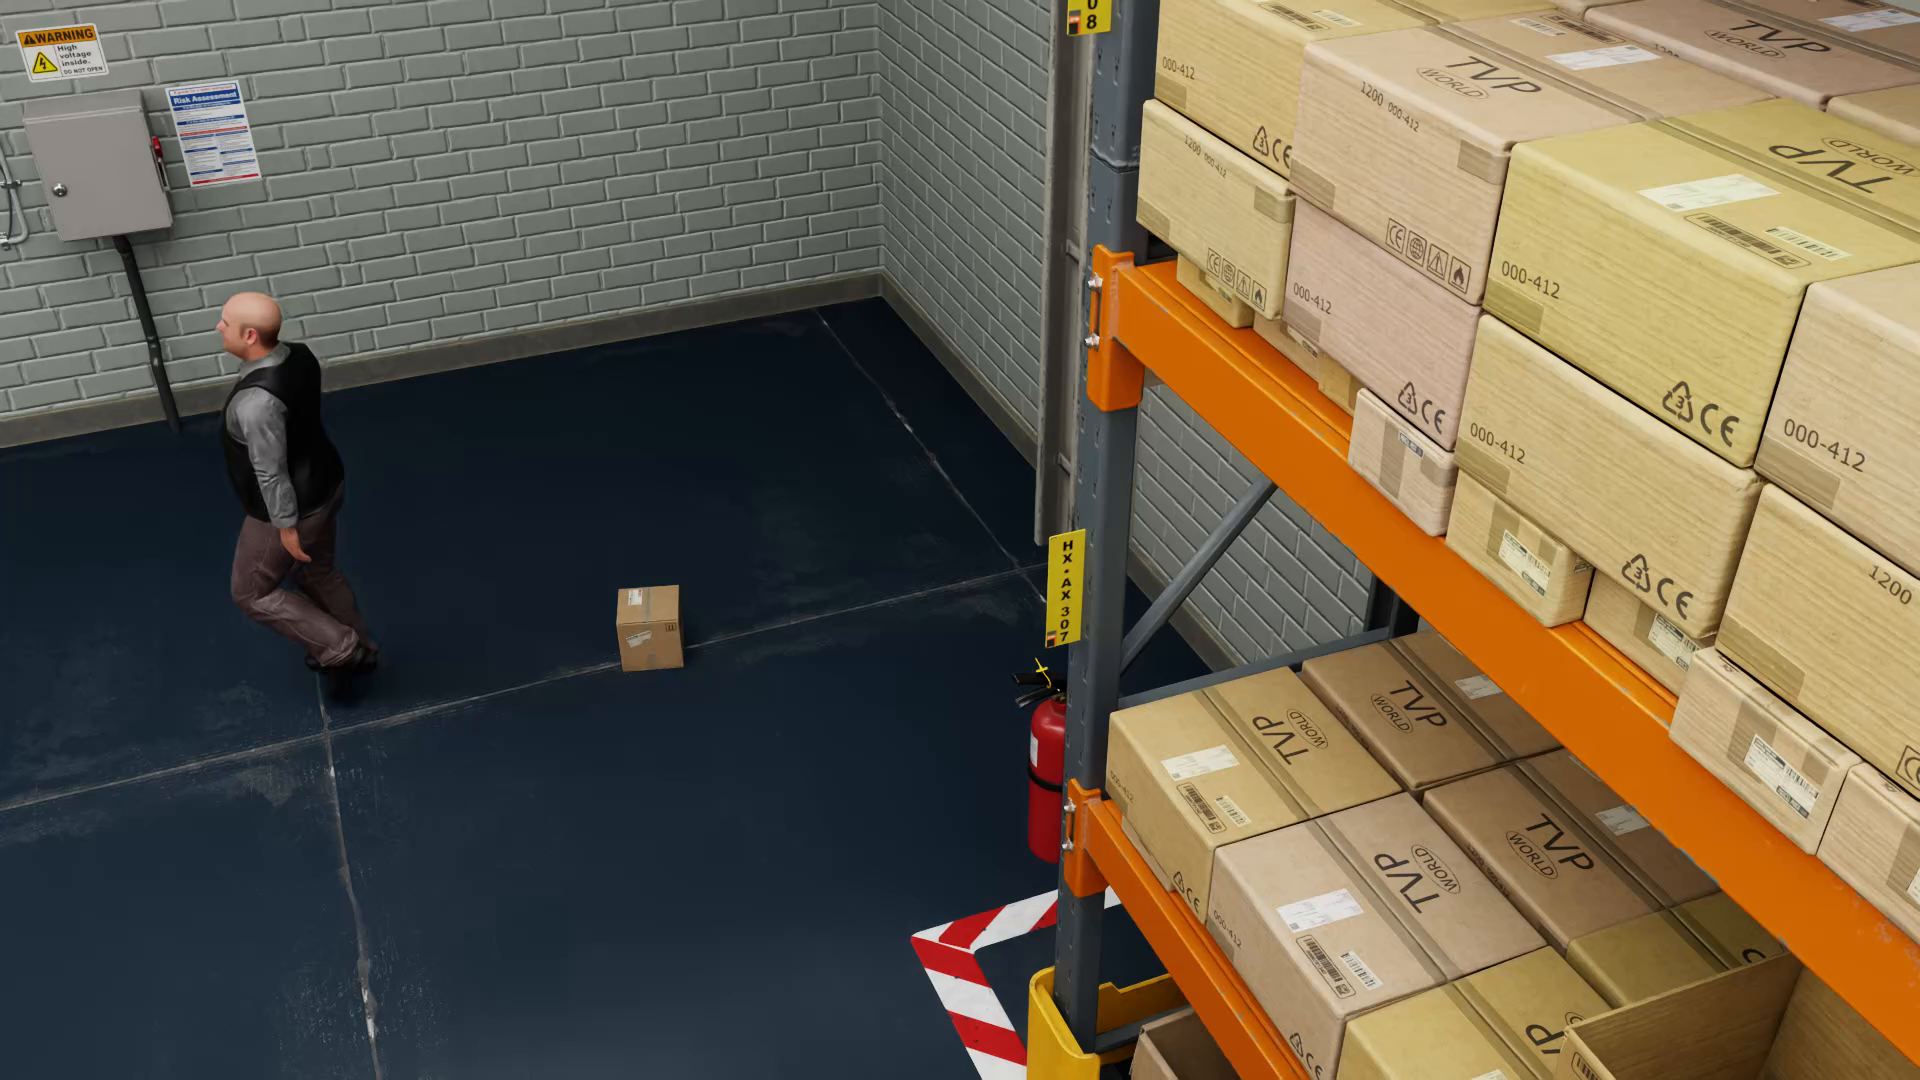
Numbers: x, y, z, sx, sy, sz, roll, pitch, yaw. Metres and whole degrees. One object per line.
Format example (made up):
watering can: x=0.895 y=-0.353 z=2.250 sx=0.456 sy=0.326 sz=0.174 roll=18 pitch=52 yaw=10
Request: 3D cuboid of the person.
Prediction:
person: x=-2.578 y=-0.139 z=6.347 sx=0.452 sy=1.733 sz=0.545 roll=1 pitch=33 yaw=2
